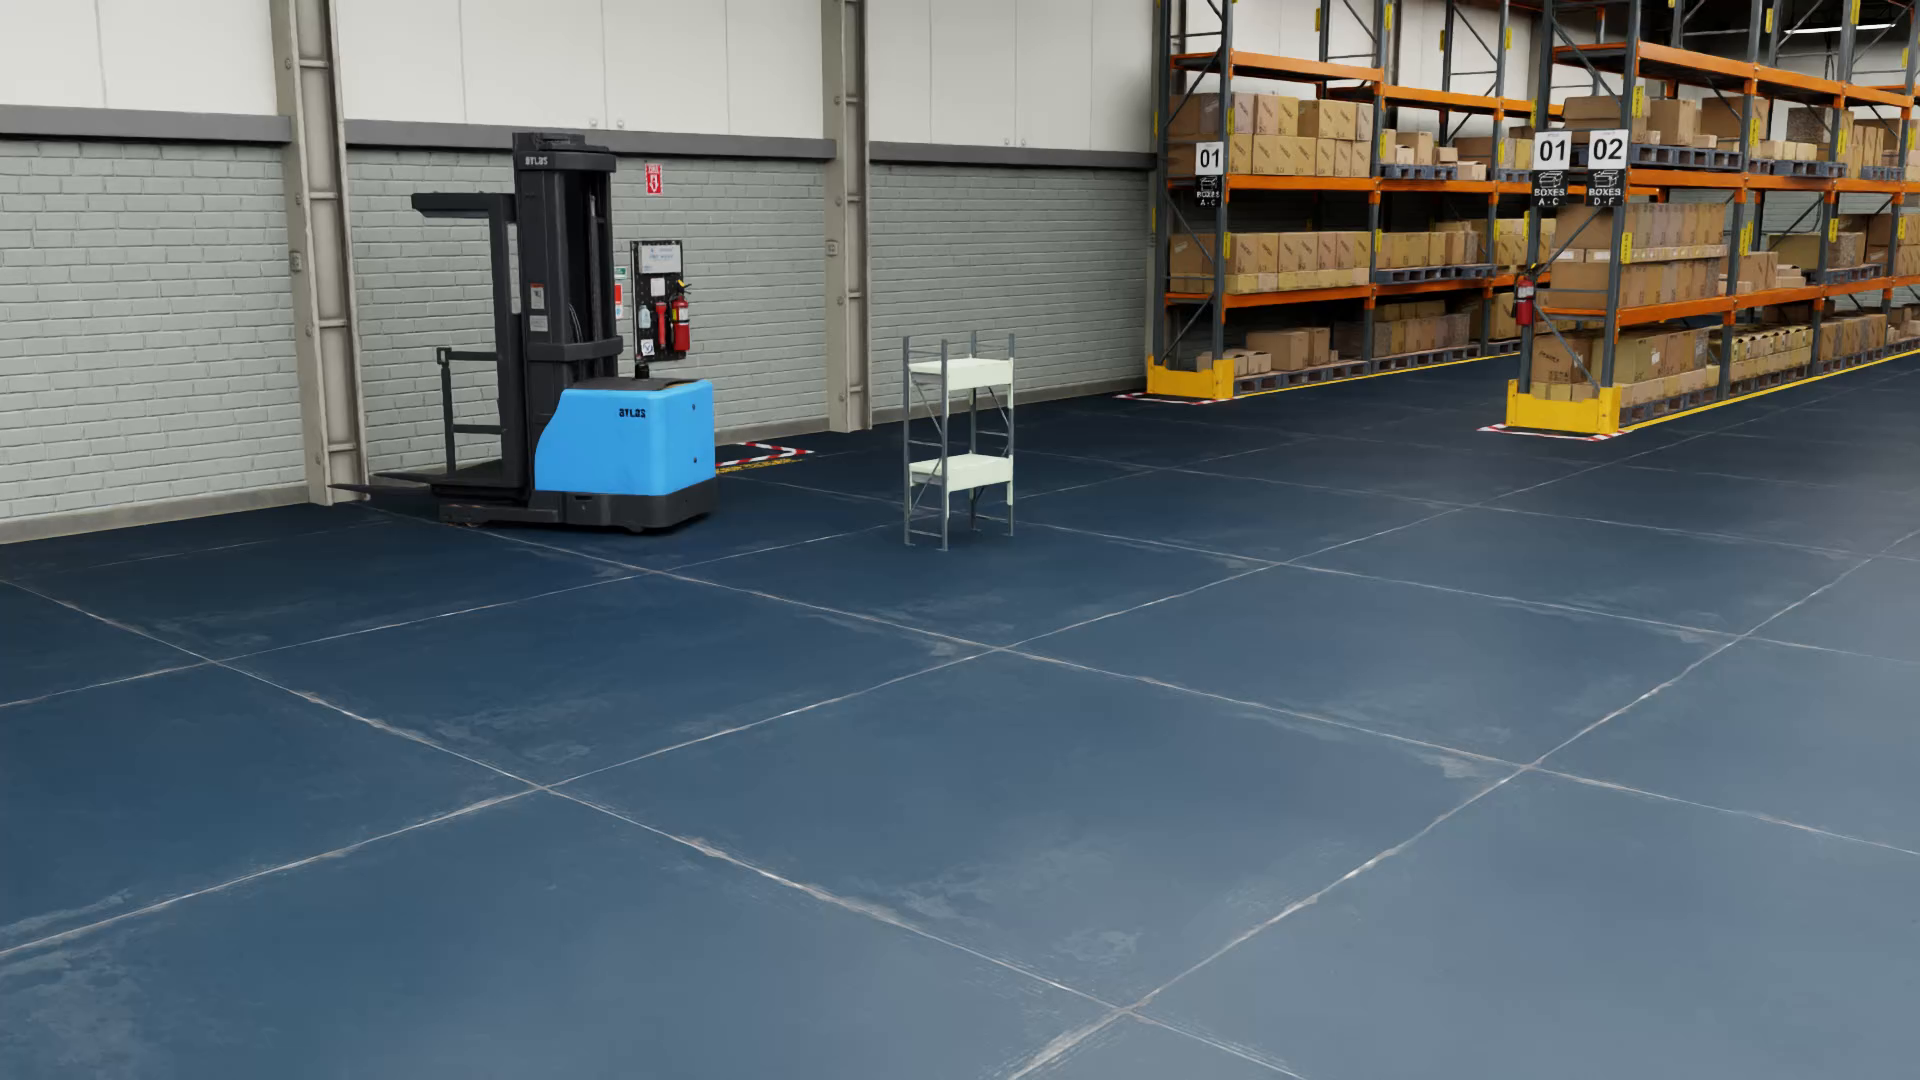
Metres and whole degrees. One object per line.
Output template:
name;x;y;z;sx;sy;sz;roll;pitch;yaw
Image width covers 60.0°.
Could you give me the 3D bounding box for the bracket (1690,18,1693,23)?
bracket;15.175;-10.935;34.794;0.235;0.232;0.430;10;15;40

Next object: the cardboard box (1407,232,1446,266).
cardboard box;7.112;-4.535;25.879;0.700;0.500;0.500;10;15;40

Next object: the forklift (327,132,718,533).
forklift;-3.493;-1.631;12.893;3.031;2.935;1.130;3;12;15

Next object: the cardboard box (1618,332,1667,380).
cardboard box;7.834;-2.134;19.272;0.500;0.500;0.500;10;15;40

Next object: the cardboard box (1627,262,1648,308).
cardboard box;7.324;-2.904;18.836;0.700;0.500;0.500;10;15;42

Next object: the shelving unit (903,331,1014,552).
shelving unit;-0.004;-0.734;12.059;0.431;1.500;0.755;10;15;40

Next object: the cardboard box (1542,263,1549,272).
cardboard box;9.979;-4.734;28.846;0.380;0.149;0.250;9;15;39

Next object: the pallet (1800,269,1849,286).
pallet;12.339;-3.901;24.576;1.213;0.211;1.003;10;15;40

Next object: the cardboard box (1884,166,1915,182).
cardboard box;15.092;-5.912;26.878;0.500;0.250;0.500;10;15;40

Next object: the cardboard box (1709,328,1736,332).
cardboard box;10.360;-2.751;22.845;0.500;0.311;0.500;10;15;40

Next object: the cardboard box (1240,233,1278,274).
cardboard box;3.815;-3.756;21.778;0.500;0.500;0.500;10;15;41

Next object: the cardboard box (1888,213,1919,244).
cardboard box;15.787;-5.199;27.775;0.500;0.500;0.500;9;15;39

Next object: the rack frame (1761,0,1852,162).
rack frame;11.944;-6.829;23.425;1.000;3.000;0.127;10;15;40

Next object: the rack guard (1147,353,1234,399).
rack guard;2.990;-2.135;21.625;1.175;0.500;0.348;10;15;40

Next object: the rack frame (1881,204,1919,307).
rack frame;17.225;-5.064;29.906;1.000;3.000;0.127;10;15;40

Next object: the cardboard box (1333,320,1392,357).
cardboard box;6.054;-3.039;25.025;0.700;0.500;0.500;10;15;42

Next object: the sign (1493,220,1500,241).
sign;8.635;-4.987;26.767;0.100;0.325;0.005;10;15;40

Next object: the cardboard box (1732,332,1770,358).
cardboard box;10.439;-2.609;22.130;0.500;0.311;0.500;9;14;38

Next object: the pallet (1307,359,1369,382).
pallet;5.164;-2.467;24.026;1.003;0.211;1.213;10;15;40

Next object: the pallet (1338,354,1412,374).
pallet;6.093;-2.686;25.118;1.003;0.211;1.213;10;15;40

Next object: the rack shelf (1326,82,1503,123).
rack shelf;6.901;-6.625;25.266;1.077;0.370;4.000;10;15;40

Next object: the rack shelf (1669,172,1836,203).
rack shelf;10.624;-4.711;22.316;1.077;0.370;4.000;10;15;40

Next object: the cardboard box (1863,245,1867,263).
cardboard box;14.722;-4.631;27.484;0.500;0.500;0.500;10;15;41

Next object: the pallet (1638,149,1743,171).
pallet;8.760;-4.597;20.136;1.003;0.211;1.213;10;15;40

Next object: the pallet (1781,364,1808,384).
pallet;11.372;-2.403;23.705;1.003;0.211;1.213;10;15;40

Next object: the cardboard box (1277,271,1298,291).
cardboard box;4.173;-3.469;22.254;0.500;0.250;0.500;9;15;39

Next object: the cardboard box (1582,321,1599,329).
cardboard box;11.432;-4.192;30.851;0.700;0.500;0.500;10;15;41

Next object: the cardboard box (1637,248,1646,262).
cardboard box;7.422;-3.183;18.575;0.380;0.149;0.250;10;15;41

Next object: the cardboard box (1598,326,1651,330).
cardboard box;8.103;-2.349;20.345;0.500;0.500;0.500;10;15;40

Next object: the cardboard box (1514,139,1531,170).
cardboard box;9.183;-6.506;28.088;0.700;0.500;0.500;11;16;43

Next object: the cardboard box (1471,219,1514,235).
cardboard box;8.733;-5.137;27.291;0.500;0.250;0.500;10;15;42

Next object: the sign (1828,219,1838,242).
sign;12.364;-4.383;23.543;0.100;0.325;0.005;10;15;40

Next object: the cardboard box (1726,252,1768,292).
cardboard box;10.502;-3.609;22.369;0.500;0.500;0.500;10;15;40

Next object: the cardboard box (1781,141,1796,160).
cardboard box;10.969;-5.254;22.510;0.500;0.250;0.500;9;15;39

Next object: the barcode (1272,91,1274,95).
barcode;4.340;-6.192;23.045;0.001;0.075;0.075;10;15;40

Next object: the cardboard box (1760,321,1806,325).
cardboard box;12.385;-3.045;25.056;0.500;0.500;0.500;11;15;43

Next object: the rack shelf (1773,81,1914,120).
rack shelf;13.265;-6.574;25.008;1.077;0.370;4.000;10;15;40

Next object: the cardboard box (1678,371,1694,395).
cardboard box;8.506;-1.912;20.072;0.500;0.250;0.500;10;15;40

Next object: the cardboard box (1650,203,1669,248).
cardboard box;7.691;-3.622;19.120;0.700;0.500;0.500;10;15;41

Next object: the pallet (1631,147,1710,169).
pallet;7.955;-4.418;19.242;1.003;0.211;1.213;10;15;40

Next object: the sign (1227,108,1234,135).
sign;3.348;-5.179;20.593;0.100;0.325;0.005;10;15;40

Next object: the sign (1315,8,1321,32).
sign;5.160;-7.487;23.931;0.100;0.325;0.005;10;15;40

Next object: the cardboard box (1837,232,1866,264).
cardboard box;14.104;-4.689;26.704;0.700;0.500;0.500;4;12;21

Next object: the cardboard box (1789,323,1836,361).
cardboard box;12.460;-2.907;24.365;0.500;0.500;0.500;11;15;43

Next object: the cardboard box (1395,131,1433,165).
cardboard box;6.816;-5.916;25.185;0.500;0.500;0.500;9;14;38

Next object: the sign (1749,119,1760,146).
sign;9.722;-4.990;20.356;0.100;0.325;0.005;10;15;40

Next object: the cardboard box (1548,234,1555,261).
cardboard box;10.079;-5.070;28.872;0.500;0.500;0.500;10;15;40

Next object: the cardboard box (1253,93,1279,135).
cardboard box;3.746;-5.462;21.384;0.500;0.500;0.500;10;15;40

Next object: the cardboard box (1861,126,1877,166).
cardboard box;13.773;-6.084;25.774;0.600;0.600;0.600;10;15;40

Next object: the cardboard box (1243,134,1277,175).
cardboard box;3.730;-4.971;21.475;0.500;0.500;0.500;-11;16;-44

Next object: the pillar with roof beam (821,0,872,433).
pillar with roof beam;2.025;-5.067;14.605;9.100;9.000;0.400;10;15;40

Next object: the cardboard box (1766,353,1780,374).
cardboard box;10.771;-2.409;22.564;0.500;0.250;0.500;10;15;41

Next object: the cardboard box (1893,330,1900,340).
cardboard box;15.588;-3.464;28.007;0.380;0.166;0.250;10;15;40

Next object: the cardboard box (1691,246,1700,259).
cardboard box;8.612;-3.448;19.906;0.380;0.149;0.250;10;15;40

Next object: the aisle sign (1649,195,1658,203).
aisle sign;13.775;-6.950;32.714;0.394;0.787;0.004;10;15;40

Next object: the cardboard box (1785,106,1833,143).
cardboard box;12.237;-5.960;23.929;0.500;0.500;0.500;10;15;40

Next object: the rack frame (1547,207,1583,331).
rack frame;10.861;-5.115;30.163;1.000;3.000;0.127;10;15;40
